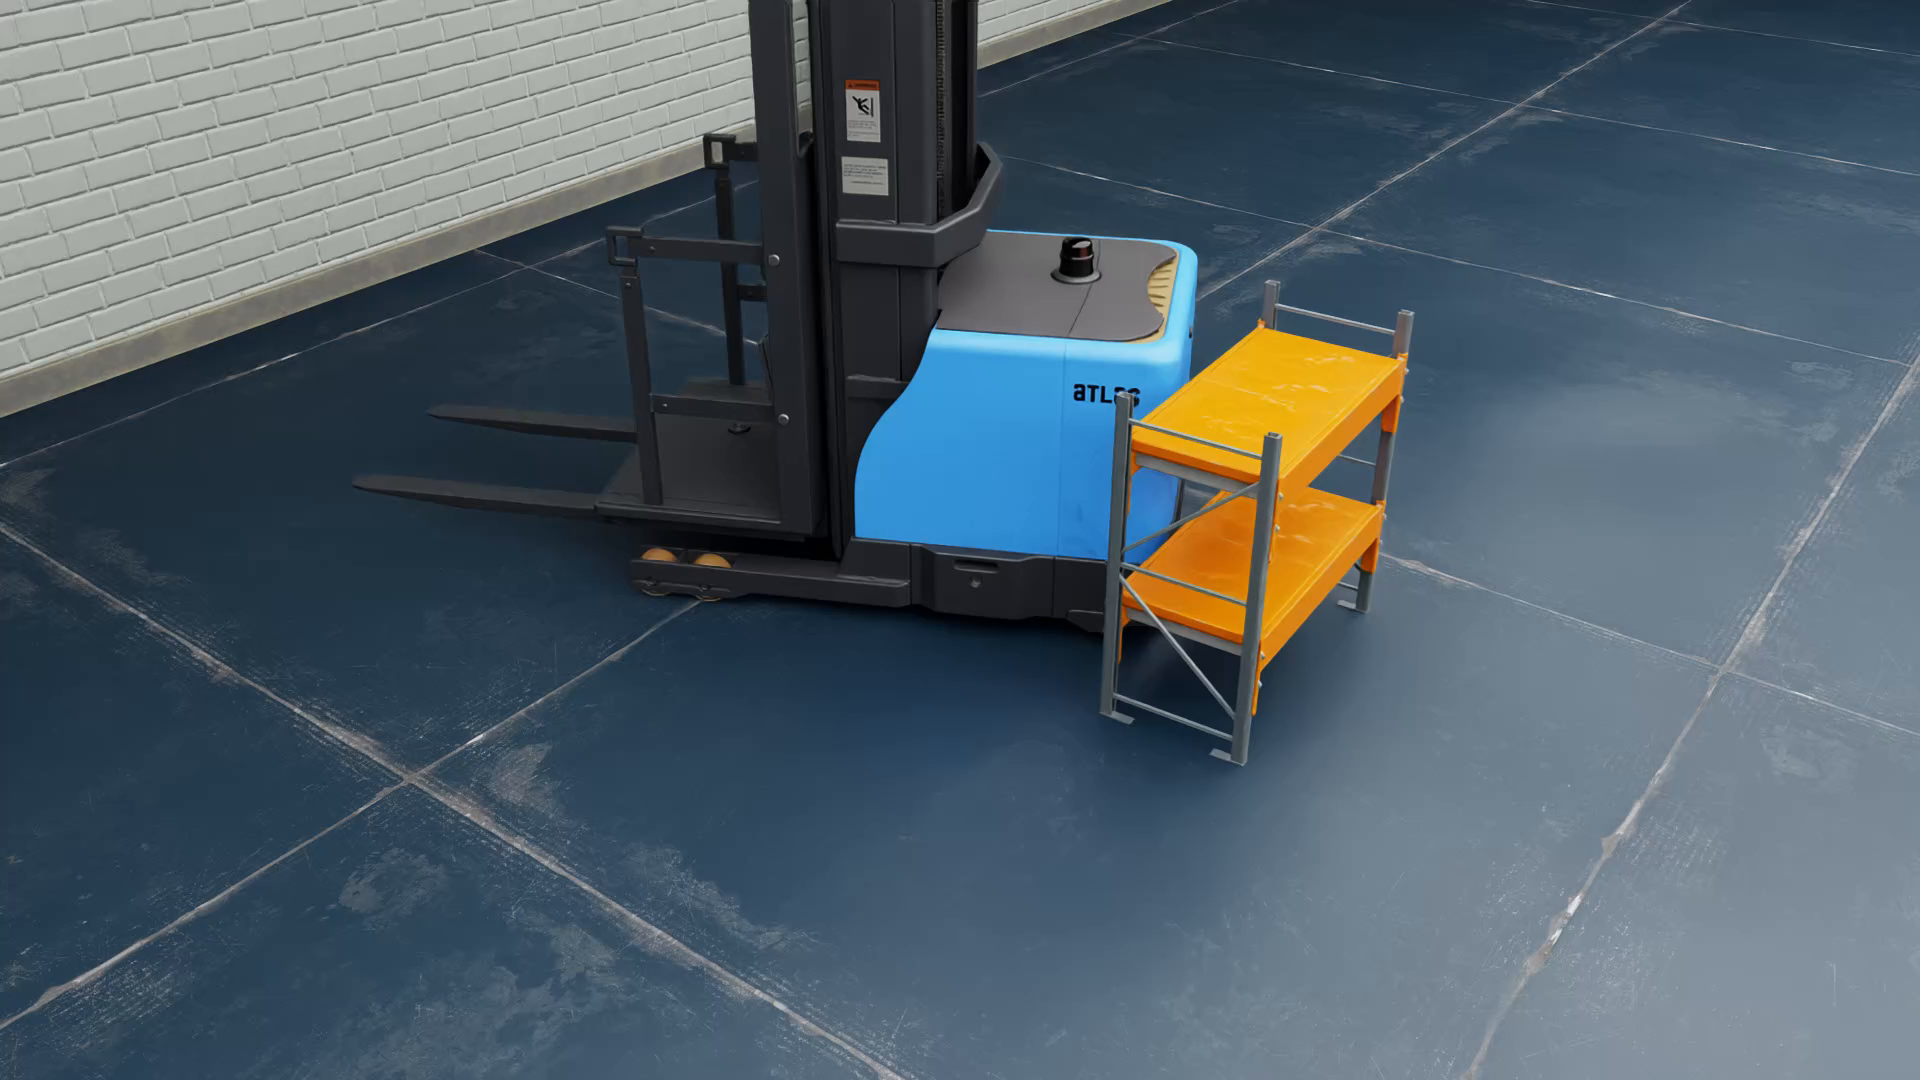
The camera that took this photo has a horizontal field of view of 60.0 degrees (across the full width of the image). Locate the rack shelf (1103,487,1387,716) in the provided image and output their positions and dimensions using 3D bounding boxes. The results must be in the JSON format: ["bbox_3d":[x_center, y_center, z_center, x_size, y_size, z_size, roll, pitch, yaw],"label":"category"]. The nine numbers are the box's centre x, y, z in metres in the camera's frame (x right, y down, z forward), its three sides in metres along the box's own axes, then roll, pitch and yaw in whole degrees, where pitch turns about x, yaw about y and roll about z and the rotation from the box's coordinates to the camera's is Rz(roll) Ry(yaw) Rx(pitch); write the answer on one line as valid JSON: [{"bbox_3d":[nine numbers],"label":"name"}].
[{"bbox_3d":[0.941,0.127,5.411,0.538,0.278,1.000,18,35,28],"label":"rack shelf"}]

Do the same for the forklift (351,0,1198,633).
[{"bbox_3d":[-0.708,-1.301,5.571,3.031,2.935,1.130,5,31,9],"label":"forklift"}]

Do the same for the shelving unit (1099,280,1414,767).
[{"bbox_3d":[0.941,-0.083,5.287,0.538,1.125,1.048,18,35,28],"label":"shelving unit"}]

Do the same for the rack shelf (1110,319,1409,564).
[{"bbox_3d":[0.941,-0.335,5.138,0.538,0.278,1.000,18,35,28],"label":"rack shelf"}]

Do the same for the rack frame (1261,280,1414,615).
[{"bbox_3d":[1.220,-0.300,5.653,0.500,1.125,0.032,18,35,28],"label":"rack frame"}]

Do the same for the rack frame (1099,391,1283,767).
[{"bbox_3d":[0.663,0.134,4.921,0.500,1.125,0.032,18,35,28],"label":"rack frame"}]
